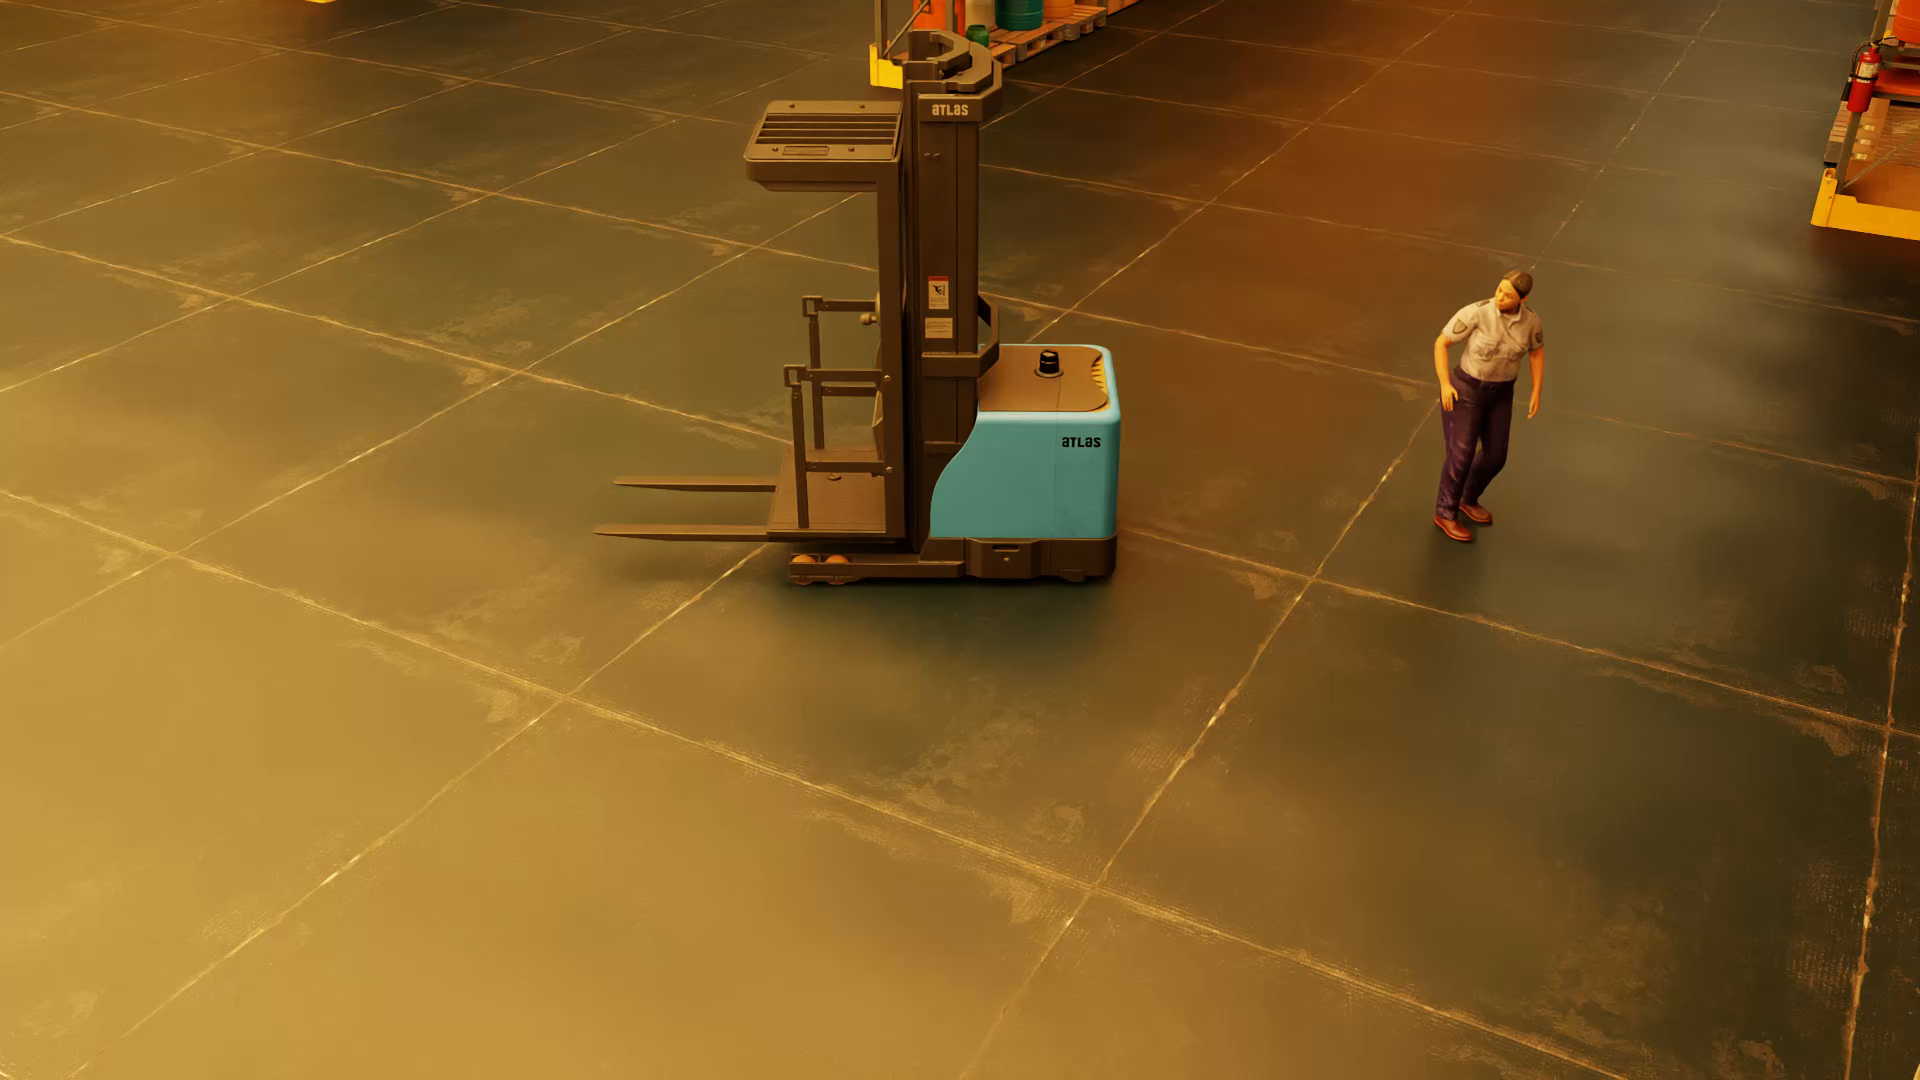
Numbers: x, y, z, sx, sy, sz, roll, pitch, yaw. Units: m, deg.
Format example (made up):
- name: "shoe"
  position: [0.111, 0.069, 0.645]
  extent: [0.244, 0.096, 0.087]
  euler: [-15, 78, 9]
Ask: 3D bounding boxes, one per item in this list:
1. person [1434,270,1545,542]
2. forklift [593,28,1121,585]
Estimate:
- name: "person"
  position: [3.139, -0.817, 9.800]
  extent: [0.675, 1.628, 0.485]
  euler: [-8, 31, -14]
- name: "forklift"
  position: [-0.610, -1.275, 9.279]
  extent: [3.031, 2.935, 1.130]
  euler: [0, 30, 1]
